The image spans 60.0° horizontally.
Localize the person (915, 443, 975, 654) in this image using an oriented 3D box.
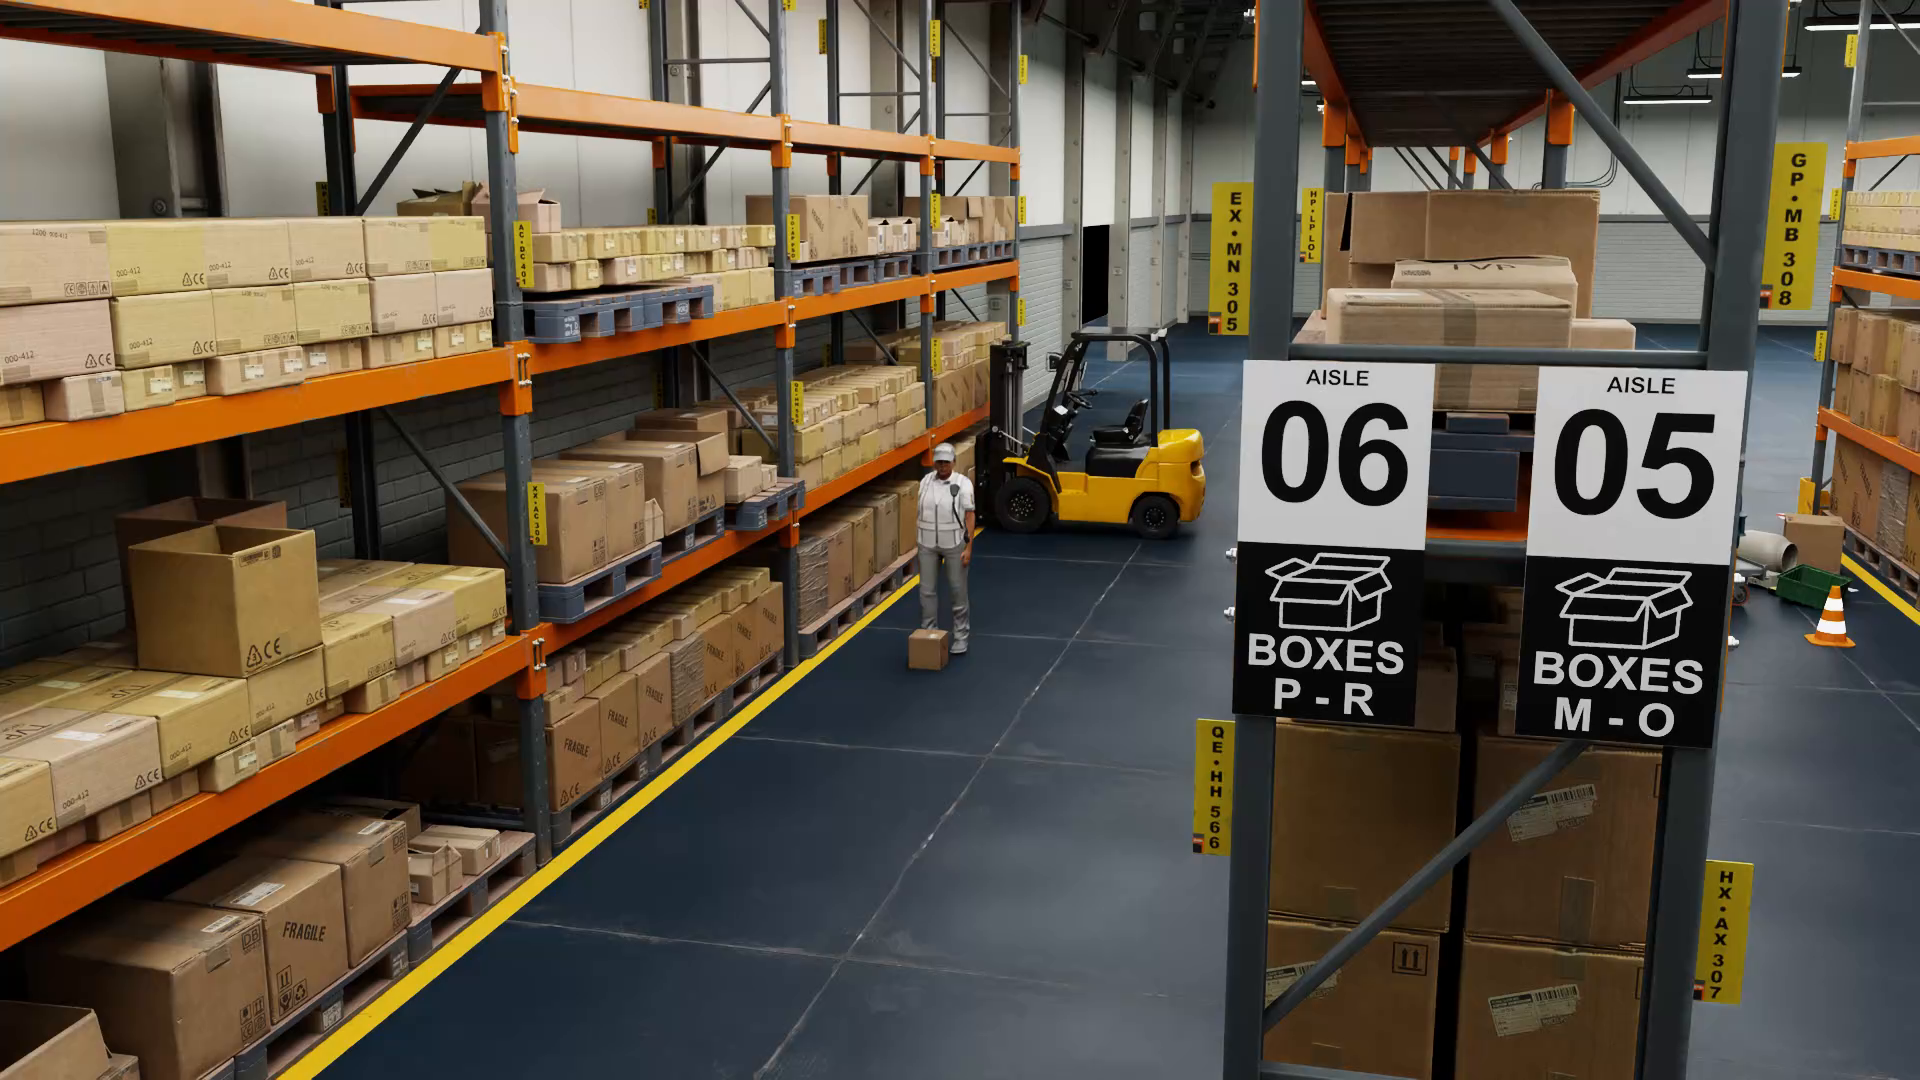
[{"bbox_3d":[-0.120,0.069,13.126,0.477,1.682,0.401,3,12,14],"label":"person"}]
